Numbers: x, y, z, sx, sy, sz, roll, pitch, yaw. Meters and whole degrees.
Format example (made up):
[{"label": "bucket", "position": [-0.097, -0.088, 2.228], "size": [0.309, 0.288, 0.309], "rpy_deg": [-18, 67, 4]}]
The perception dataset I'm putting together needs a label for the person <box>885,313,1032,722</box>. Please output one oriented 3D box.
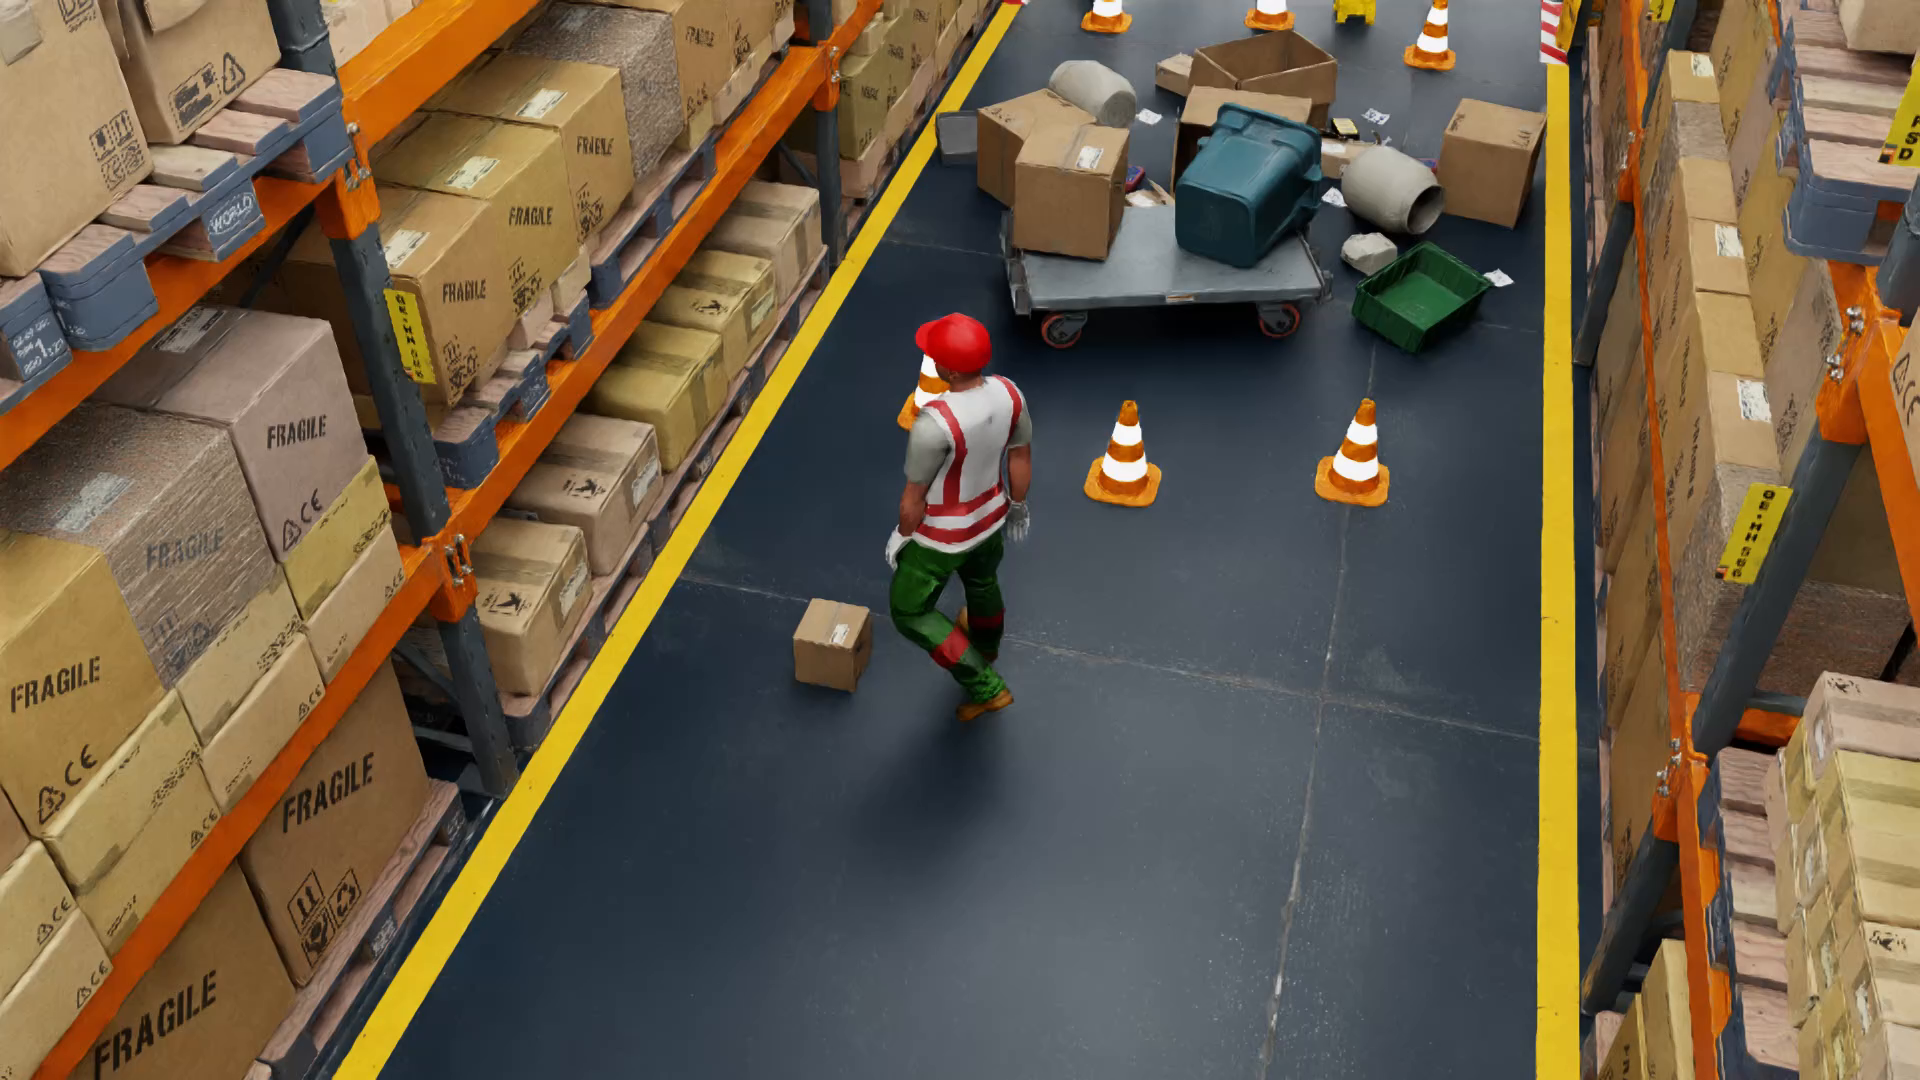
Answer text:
[{"label": "person", "position": [0.047, -0.066, 6.193], "size": [0.656, 1.783, 0.649], "rpy_deg": [31, 50, 31]}]
